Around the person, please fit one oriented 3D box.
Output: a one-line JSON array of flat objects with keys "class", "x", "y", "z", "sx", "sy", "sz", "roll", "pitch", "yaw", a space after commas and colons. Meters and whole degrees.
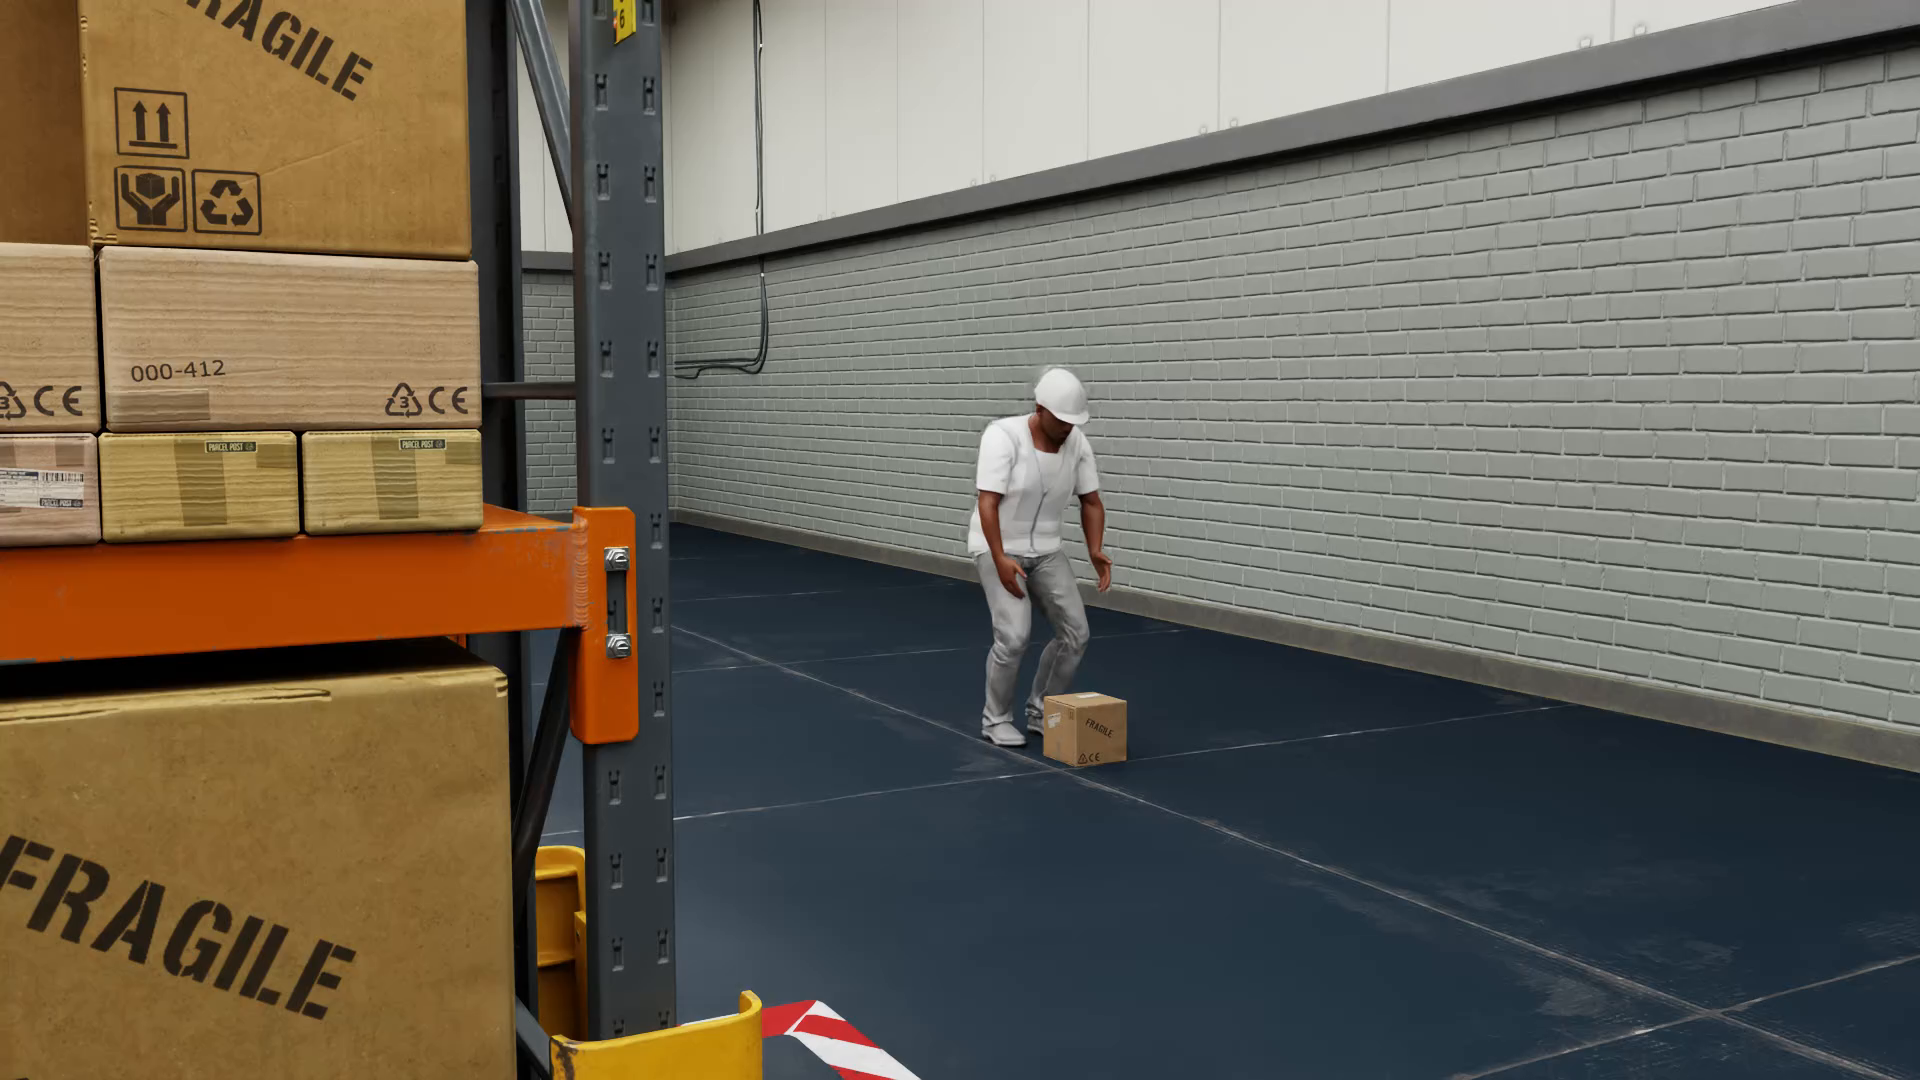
[{"class": "person", "x": 0.341, "y": 0.069, "z": 7.223, "sx": 0.616, "sy": 1.614, "sz": 0.599, "roll": -3, "pitch": 6, "yaw": -28}]
